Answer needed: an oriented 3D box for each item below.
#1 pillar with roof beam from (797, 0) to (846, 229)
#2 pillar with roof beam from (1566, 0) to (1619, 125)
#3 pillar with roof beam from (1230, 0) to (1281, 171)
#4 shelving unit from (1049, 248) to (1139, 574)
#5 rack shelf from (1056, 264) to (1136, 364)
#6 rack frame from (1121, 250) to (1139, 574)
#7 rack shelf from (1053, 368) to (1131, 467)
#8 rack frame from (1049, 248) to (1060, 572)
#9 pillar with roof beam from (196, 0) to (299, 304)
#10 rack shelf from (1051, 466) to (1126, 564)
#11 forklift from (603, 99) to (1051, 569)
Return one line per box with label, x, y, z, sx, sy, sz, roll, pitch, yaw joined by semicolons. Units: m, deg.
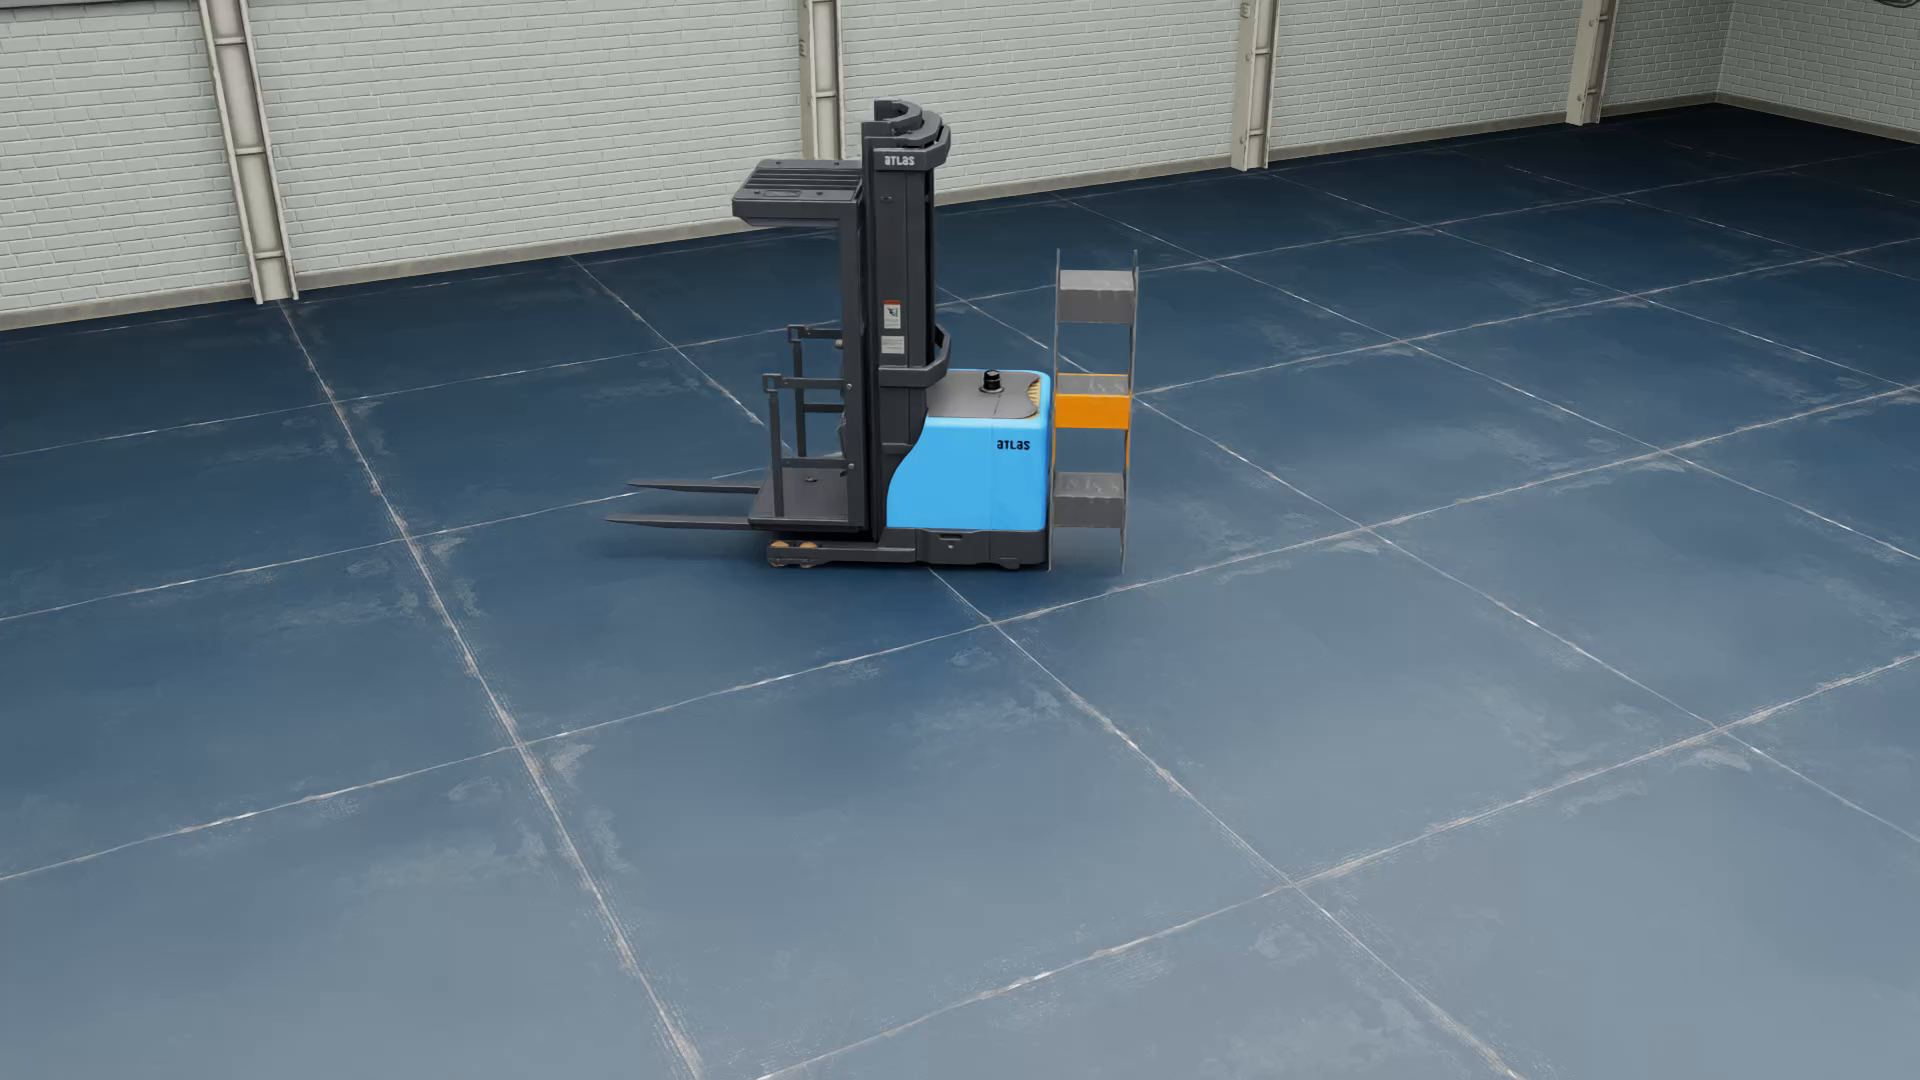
pillar with roof beam;0.494;-6.055;13.767;0.400;9.000;9.100;-13;29;-25
pillar with roof beam;11.082;-8.499;18.857;0.400;9.000;9.100;-13;29;-25
pillar with roof beam;5.788;-7.277;16.312;0.400;9.000;9.100;-13;29;-25
shelving unit;0.856;-0.812;10.817;0.503;2.100;0.431;2;26;3
rack shelf;0.856;-1.431;10.520;0.480;0.518;0.431;2;26;3
rack frame;1.099;-0.805;10.803;0.015;2.100;0.400;2;26;3
rack shelf;0.856;-0.800;10.823;0.480;0.518;0.431;2;26;3
rack frame;0.612;-0.819;10.832;0.015;2.100;0.400;2;26;3
pillar with roof beam;-4.800;-4.833;11.221;0.400;9.000;9.100;-13;29;-25
rack shelf;0.856;-0.168;11.126;0.480;0.518;0.431;2;26;3
forklift;-0.901;-1.362;11.002;3.031;2.935;1.130;2;26;3
